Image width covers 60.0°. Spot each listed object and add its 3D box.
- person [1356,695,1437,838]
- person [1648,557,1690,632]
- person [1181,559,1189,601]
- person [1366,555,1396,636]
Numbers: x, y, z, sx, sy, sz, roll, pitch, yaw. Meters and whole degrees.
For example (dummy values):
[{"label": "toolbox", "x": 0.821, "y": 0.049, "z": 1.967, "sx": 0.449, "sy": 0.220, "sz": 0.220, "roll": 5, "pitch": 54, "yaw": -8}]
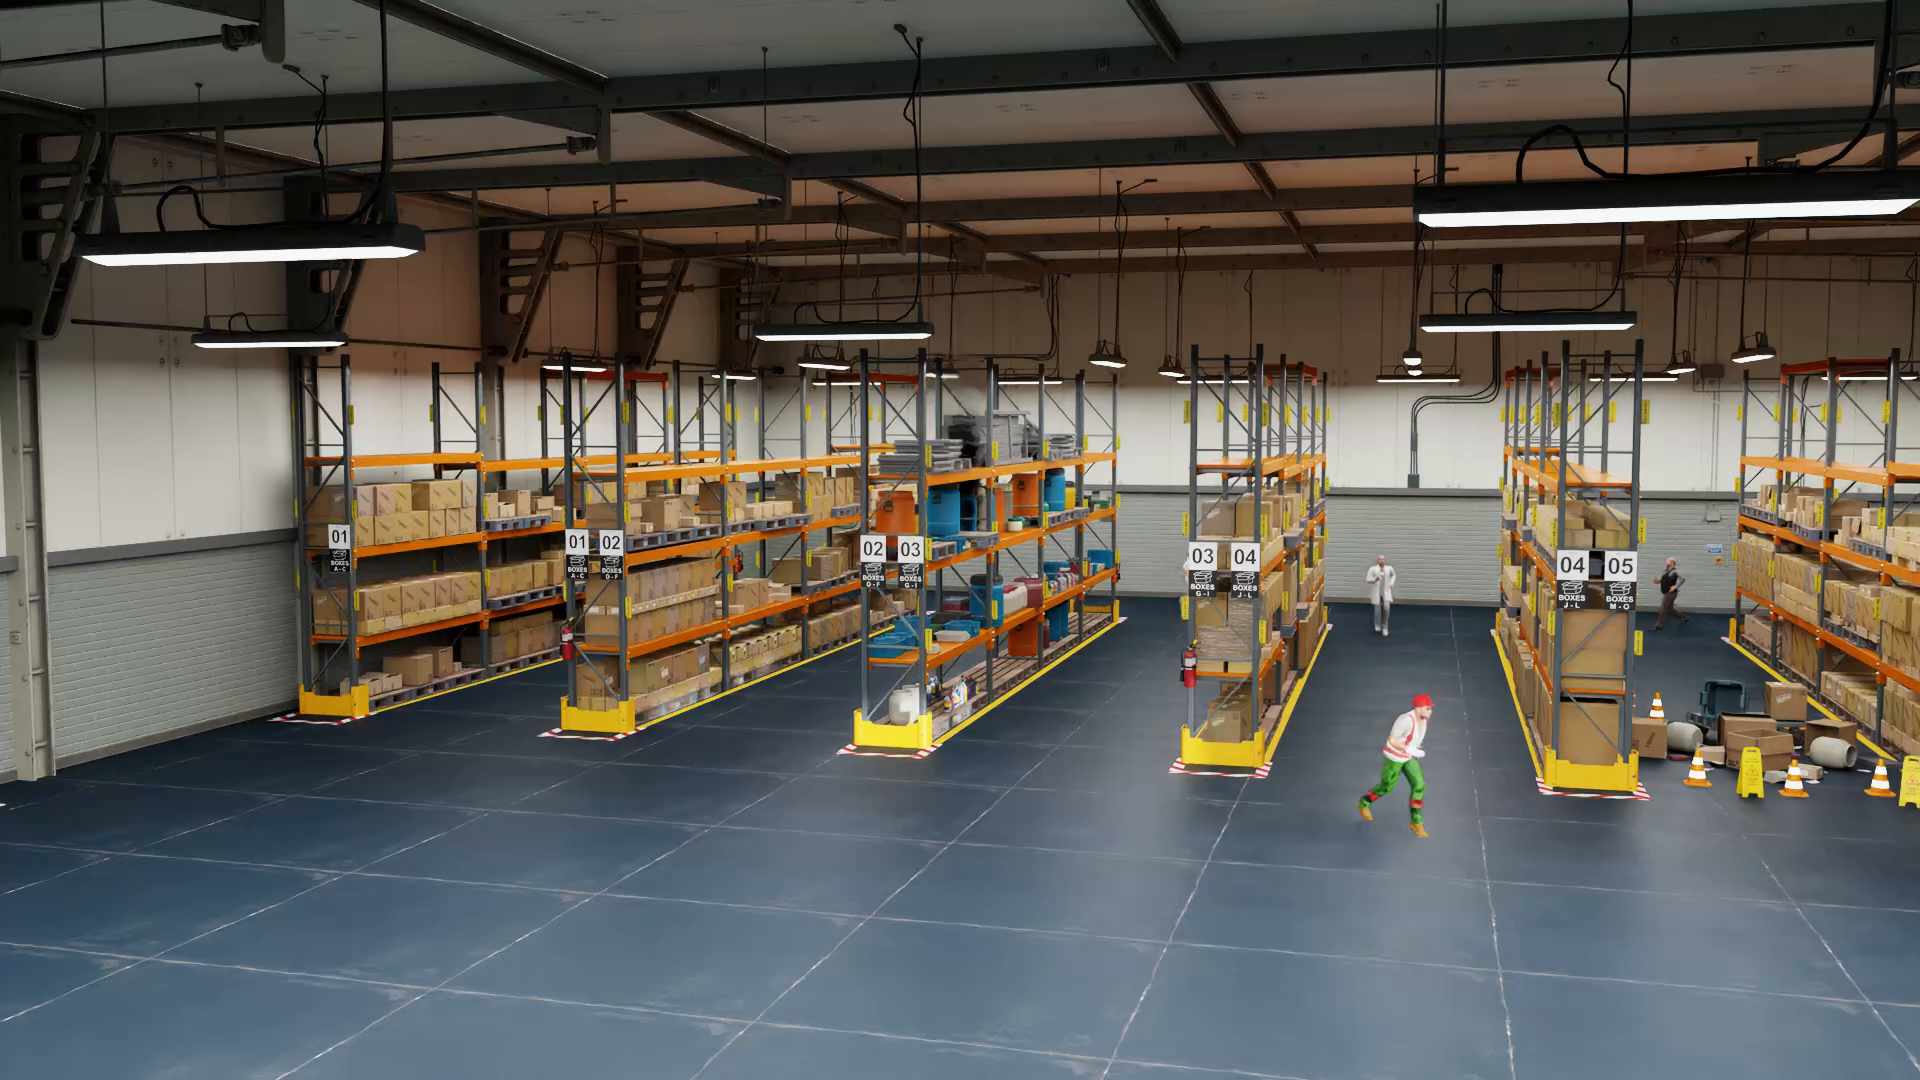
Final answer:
[{"label": "person", "x": 5.255, "y": 2.673, "z": 20.040, "sx": 0.703, "sy": 1.731, "sz": 1.060, "roll": -4, "pitch": 6, "yaw": -43}, {"label": "person", "x": 16.364, "y": 1.252, "z": 38.362, "sx": 0.928, "sy": 1.721, "sz": 0.660, "roll": 0, "pitch": 4, "yaw": 6}, {"label": "person", "x": 5.851, "y": 1.048, "z": 41.925, "sx": 0.742, "sy": 1.648, "sz": 0.618, "roll": 4, "pitch": 6, "yaw": 40}, {"label": "person", "x": 9.640, "y": 1.258, "z": 38.054, "sx": 0.683, "sy": 1.831, "sz": 0.805, "roll": 1, "pitch": 4, "yaw": 9}]
